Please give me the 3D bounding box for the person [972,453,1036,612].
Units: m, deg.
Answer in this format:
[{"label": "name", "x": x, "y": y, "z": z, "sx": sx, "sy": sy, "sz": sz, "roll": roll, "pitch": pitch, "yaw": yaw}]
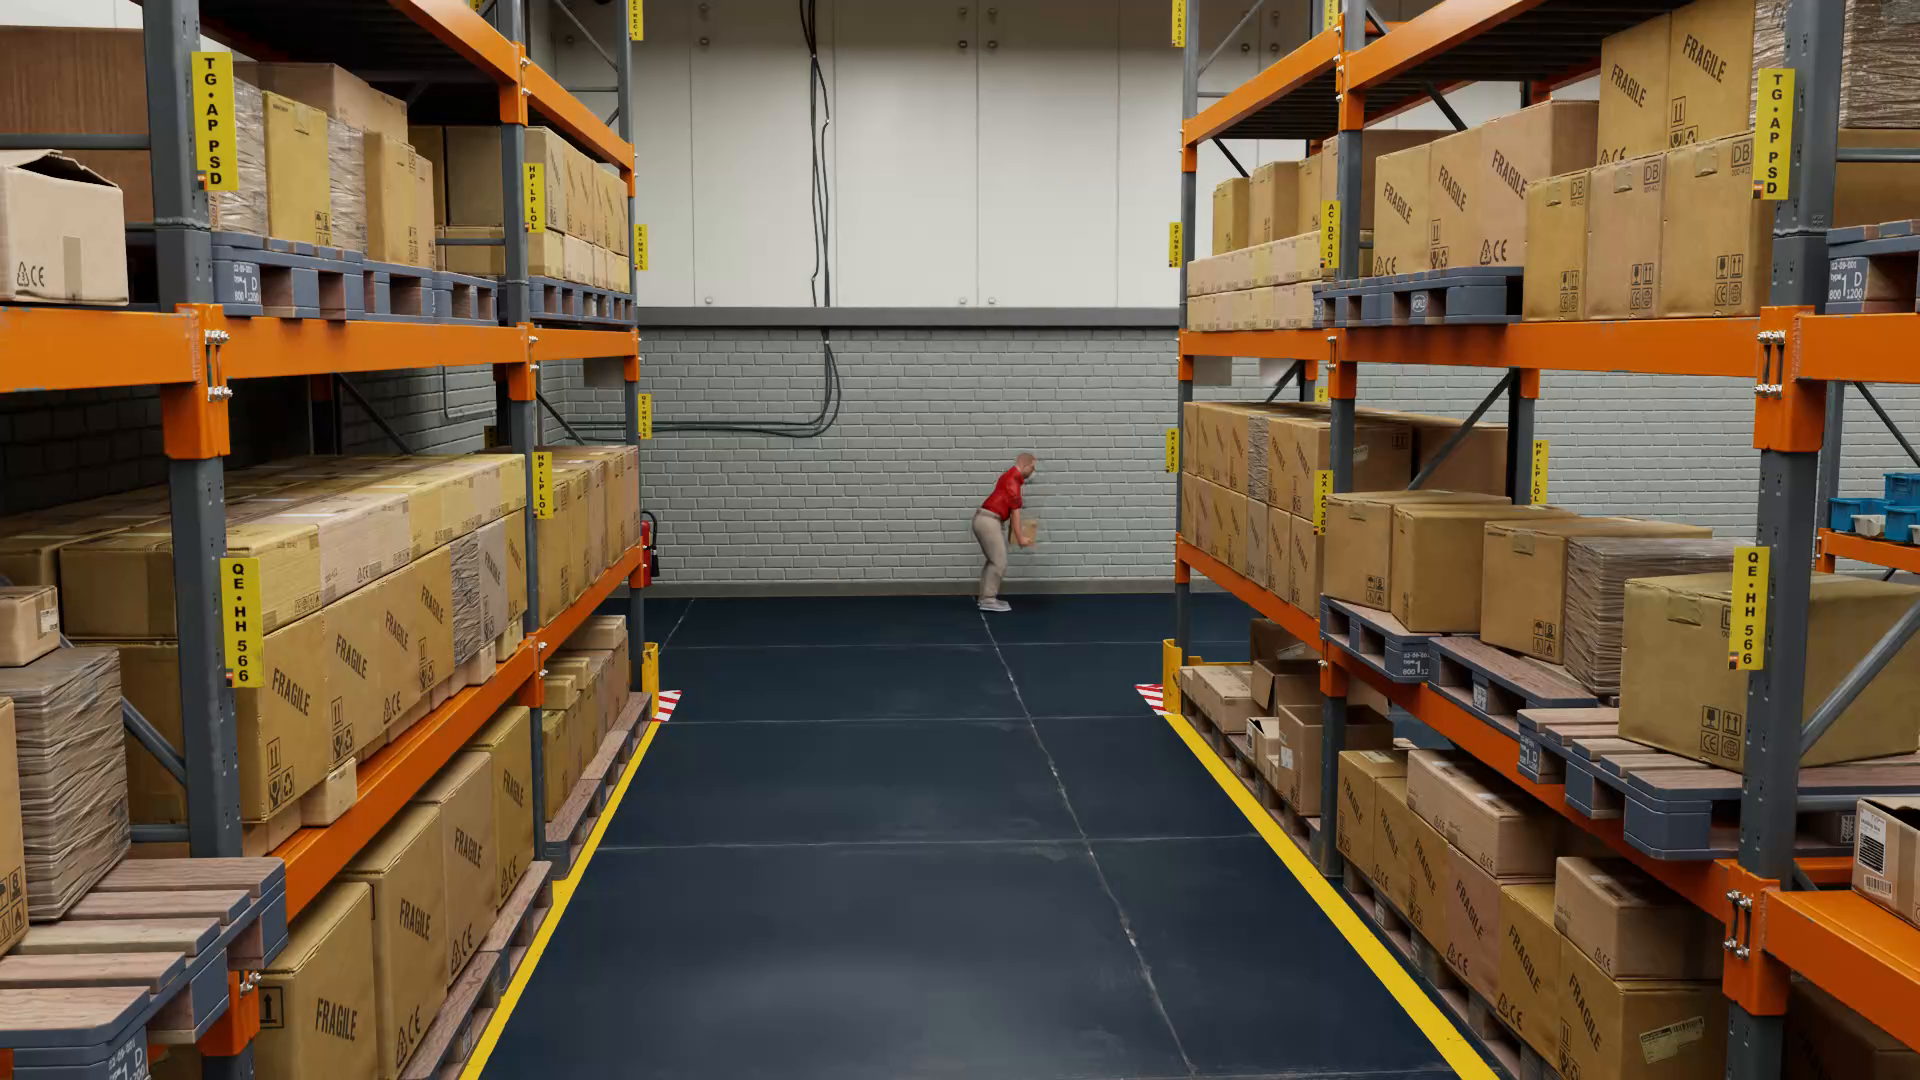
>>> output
[{"label": "person", "x": 0.458, "y": -0.087, "z": 17.054, "sx": 0.634, "sy": 1.617, "sz": 0.477, "roll": -1, "pitch": 7, "yaw": -5}]
